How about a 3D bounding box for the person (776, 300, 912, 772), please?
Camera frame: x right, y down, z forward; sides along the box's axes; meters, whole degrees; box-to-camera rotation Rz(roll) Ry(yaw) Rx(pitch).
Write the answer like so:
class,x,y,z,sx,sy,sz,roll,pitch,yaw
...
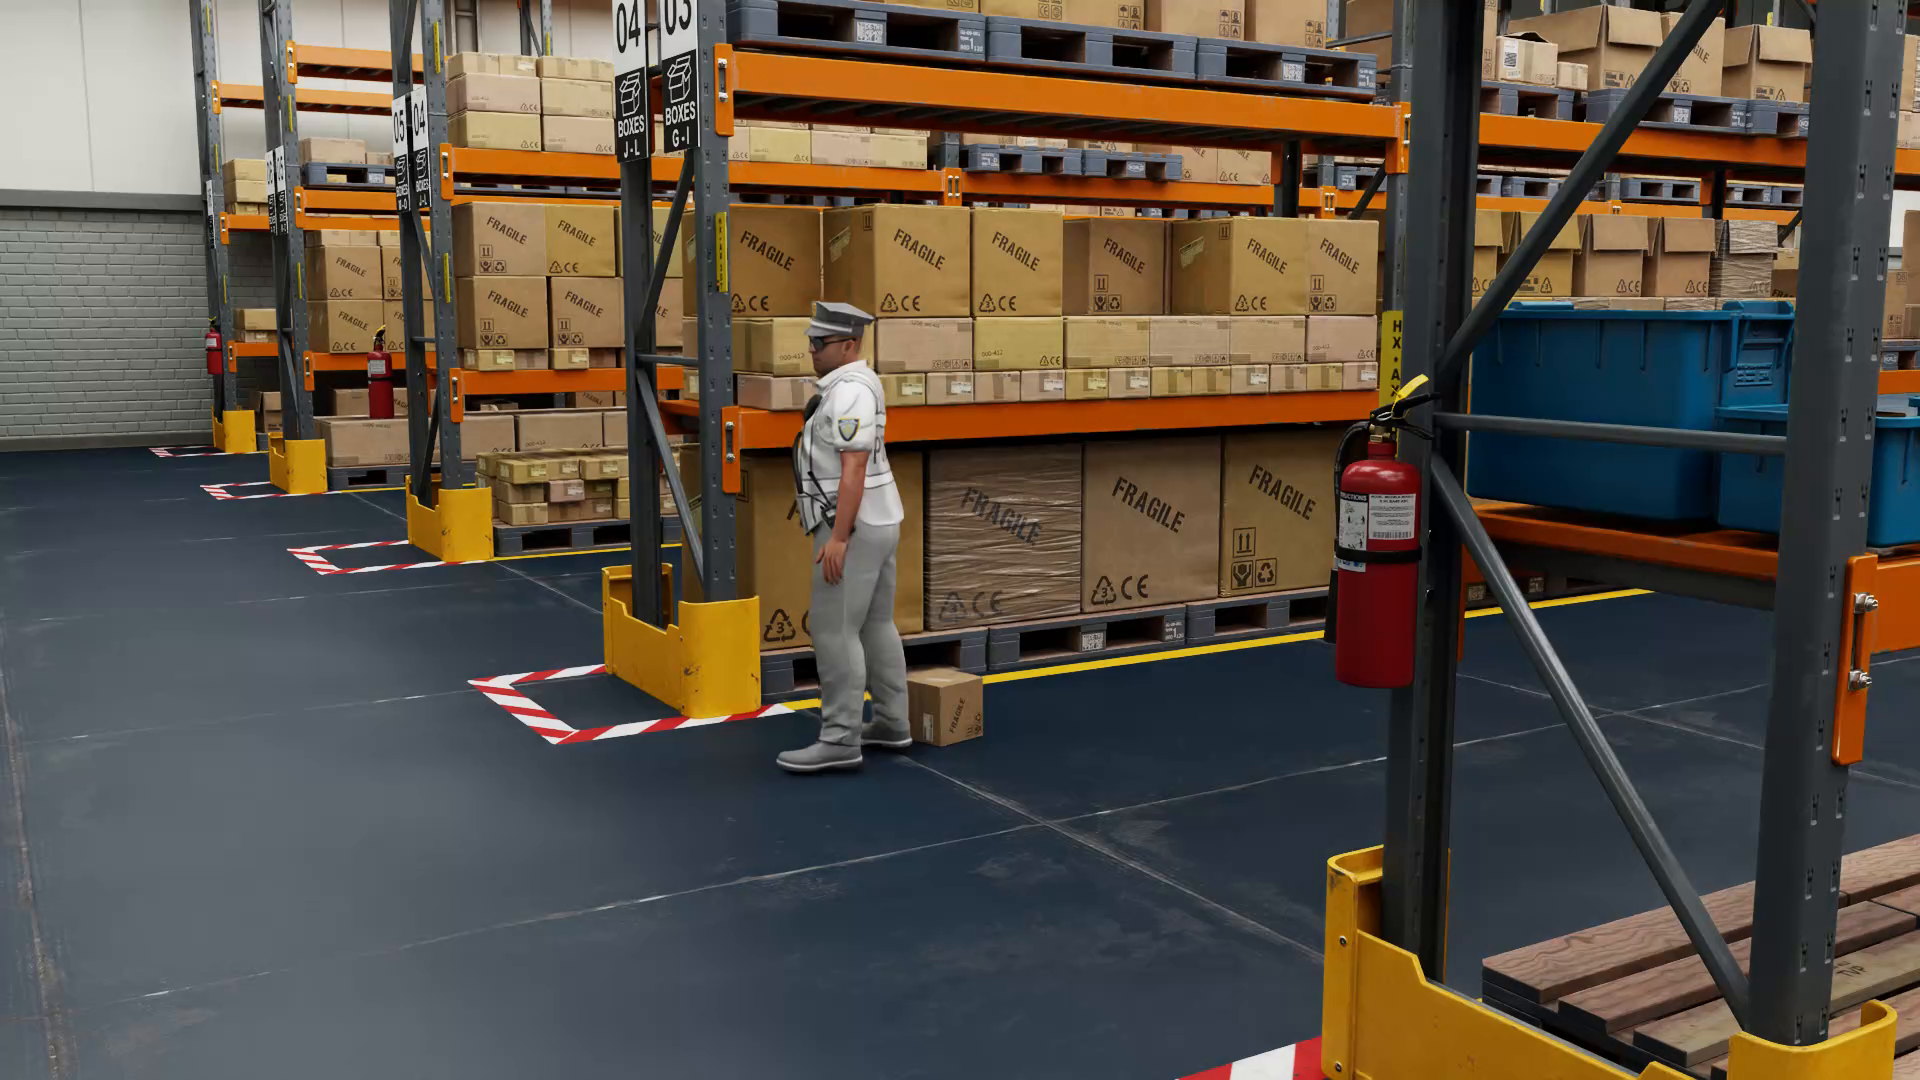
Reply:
class,x,y,z,sx,sy,sz,roll,pitch,yaw
person,-0.440,-0.030,6.359,0.480,1.752,0.585,1,8,6
